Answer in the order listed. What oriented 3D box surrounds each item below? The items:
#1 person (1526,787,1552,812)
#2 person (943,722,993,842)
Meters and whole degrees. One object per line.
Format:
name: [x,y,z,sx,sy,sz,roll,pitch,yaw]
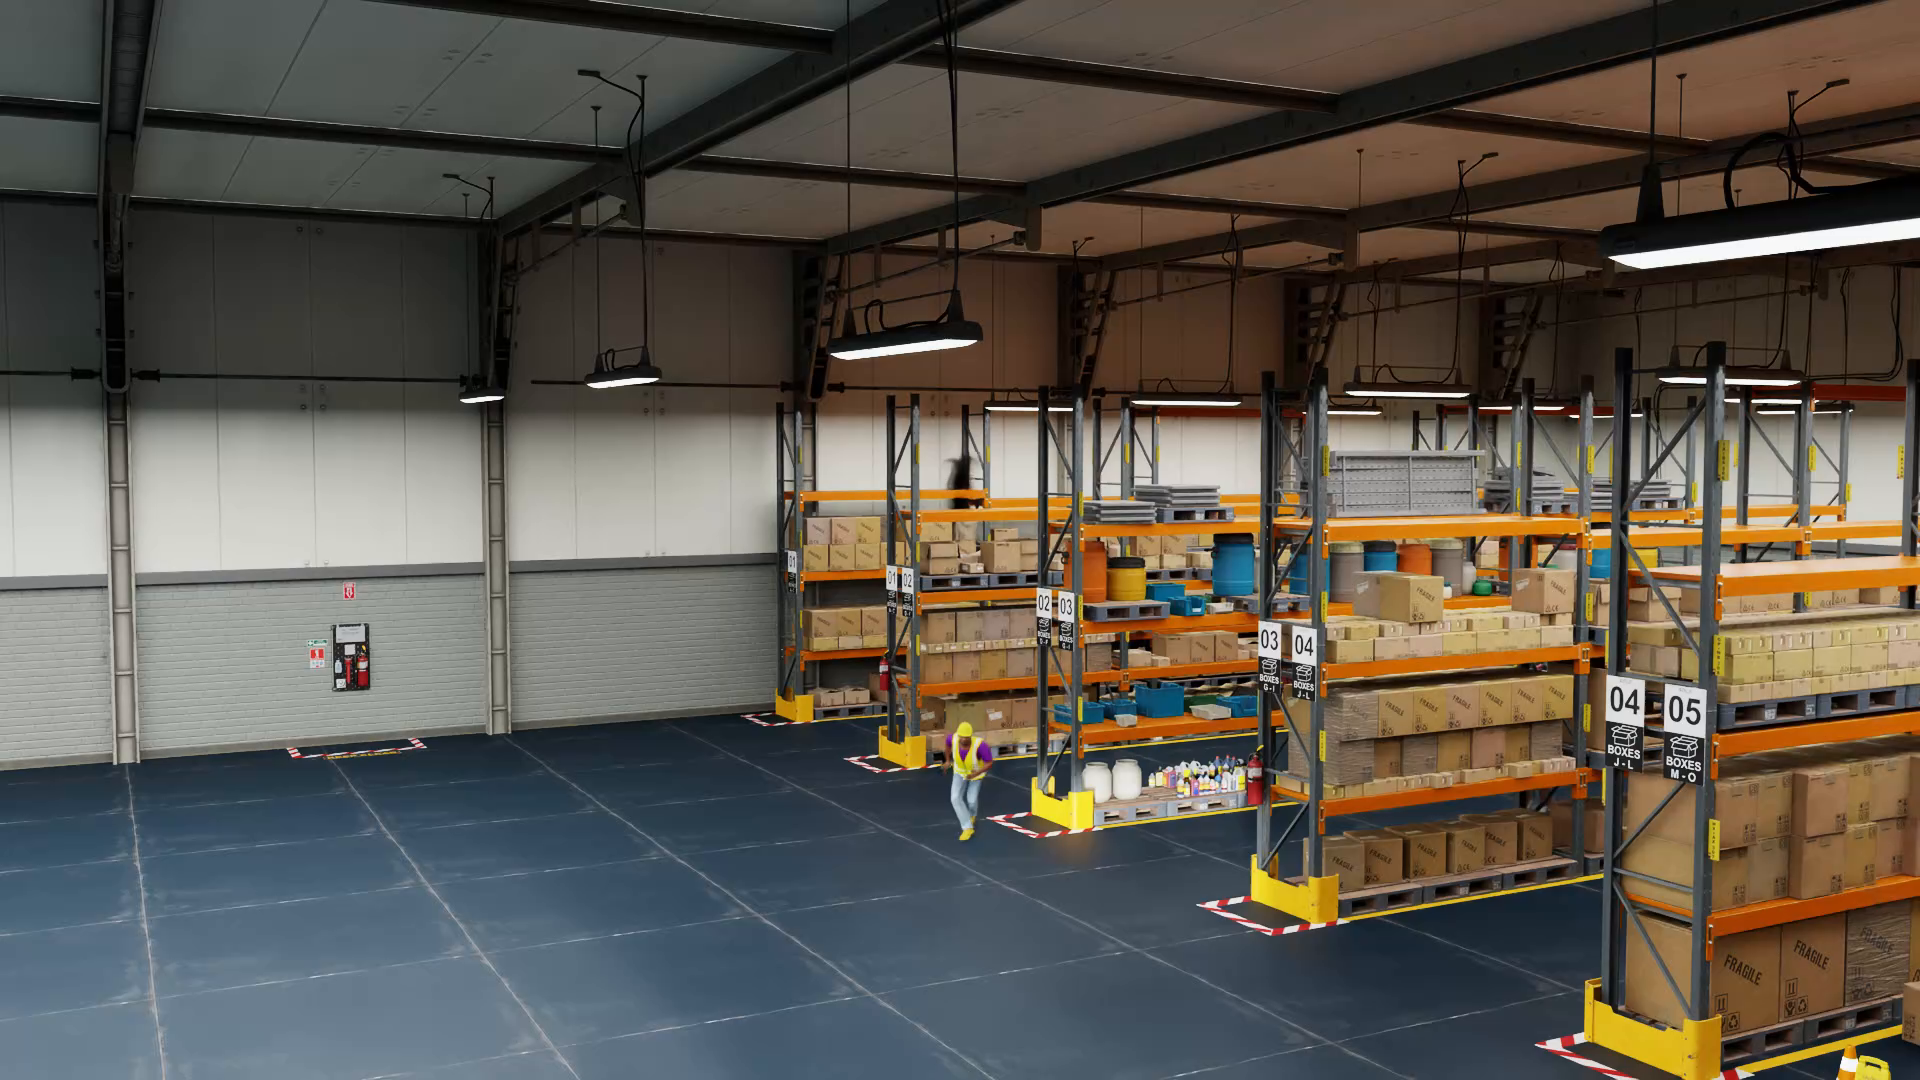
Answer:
person: [8.009,3.018,23.177,0.688,1.688,0.532,-2,4,-35]
person: [0.131,3.127,22.040,0.716,1.576,1.144,1,3,13]
